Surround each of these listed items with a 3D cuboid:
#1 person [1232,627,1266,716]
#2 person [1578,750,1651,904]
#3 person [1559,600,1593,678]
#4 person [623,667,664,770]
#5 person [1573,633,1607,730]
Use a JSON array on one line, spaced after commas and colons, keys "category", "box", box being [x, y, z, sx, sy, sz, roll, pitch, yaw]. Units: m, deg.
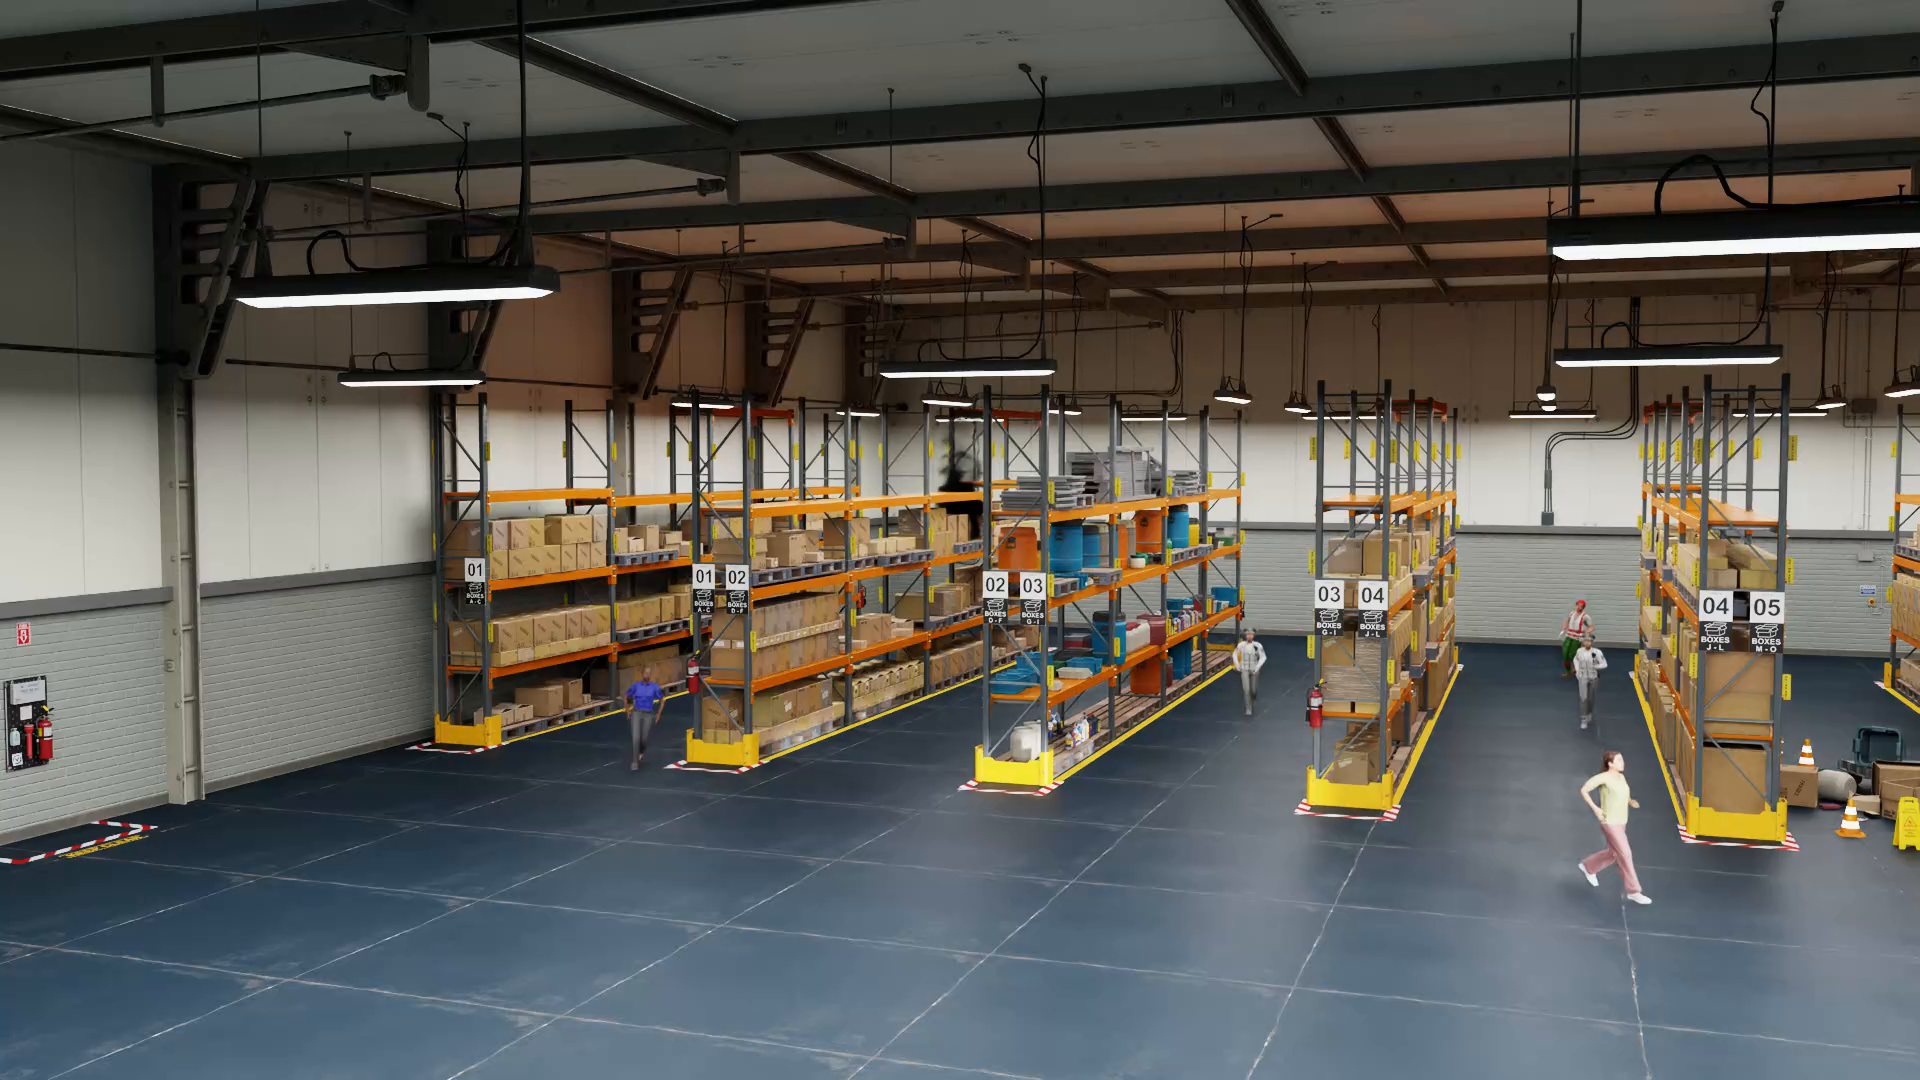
[{"category": "person", "box": [5.459, 2.481, 31.714, 0.542, 1.673, 0.666, 0, 3, 8]}, {"category": "person", "box": [7.320, 3.287, 18.610, 0.597, 1.389, 0.977, -2, 4, -36]}, {"category": "person", "box": [13.604, 2.191, 36.798, 0.532, 1.730, 0.718, -2, 4, -39]}, {"category": "person", "box": [-5.002, 2.810, 26.294, 0.640, 1.614, 0.478, 0, 3, -8]}, {"category": "person", "box": [11.455, 2.545, 30.245, 0.596, 1.723, 0.867, 1, 3, 24]}]
